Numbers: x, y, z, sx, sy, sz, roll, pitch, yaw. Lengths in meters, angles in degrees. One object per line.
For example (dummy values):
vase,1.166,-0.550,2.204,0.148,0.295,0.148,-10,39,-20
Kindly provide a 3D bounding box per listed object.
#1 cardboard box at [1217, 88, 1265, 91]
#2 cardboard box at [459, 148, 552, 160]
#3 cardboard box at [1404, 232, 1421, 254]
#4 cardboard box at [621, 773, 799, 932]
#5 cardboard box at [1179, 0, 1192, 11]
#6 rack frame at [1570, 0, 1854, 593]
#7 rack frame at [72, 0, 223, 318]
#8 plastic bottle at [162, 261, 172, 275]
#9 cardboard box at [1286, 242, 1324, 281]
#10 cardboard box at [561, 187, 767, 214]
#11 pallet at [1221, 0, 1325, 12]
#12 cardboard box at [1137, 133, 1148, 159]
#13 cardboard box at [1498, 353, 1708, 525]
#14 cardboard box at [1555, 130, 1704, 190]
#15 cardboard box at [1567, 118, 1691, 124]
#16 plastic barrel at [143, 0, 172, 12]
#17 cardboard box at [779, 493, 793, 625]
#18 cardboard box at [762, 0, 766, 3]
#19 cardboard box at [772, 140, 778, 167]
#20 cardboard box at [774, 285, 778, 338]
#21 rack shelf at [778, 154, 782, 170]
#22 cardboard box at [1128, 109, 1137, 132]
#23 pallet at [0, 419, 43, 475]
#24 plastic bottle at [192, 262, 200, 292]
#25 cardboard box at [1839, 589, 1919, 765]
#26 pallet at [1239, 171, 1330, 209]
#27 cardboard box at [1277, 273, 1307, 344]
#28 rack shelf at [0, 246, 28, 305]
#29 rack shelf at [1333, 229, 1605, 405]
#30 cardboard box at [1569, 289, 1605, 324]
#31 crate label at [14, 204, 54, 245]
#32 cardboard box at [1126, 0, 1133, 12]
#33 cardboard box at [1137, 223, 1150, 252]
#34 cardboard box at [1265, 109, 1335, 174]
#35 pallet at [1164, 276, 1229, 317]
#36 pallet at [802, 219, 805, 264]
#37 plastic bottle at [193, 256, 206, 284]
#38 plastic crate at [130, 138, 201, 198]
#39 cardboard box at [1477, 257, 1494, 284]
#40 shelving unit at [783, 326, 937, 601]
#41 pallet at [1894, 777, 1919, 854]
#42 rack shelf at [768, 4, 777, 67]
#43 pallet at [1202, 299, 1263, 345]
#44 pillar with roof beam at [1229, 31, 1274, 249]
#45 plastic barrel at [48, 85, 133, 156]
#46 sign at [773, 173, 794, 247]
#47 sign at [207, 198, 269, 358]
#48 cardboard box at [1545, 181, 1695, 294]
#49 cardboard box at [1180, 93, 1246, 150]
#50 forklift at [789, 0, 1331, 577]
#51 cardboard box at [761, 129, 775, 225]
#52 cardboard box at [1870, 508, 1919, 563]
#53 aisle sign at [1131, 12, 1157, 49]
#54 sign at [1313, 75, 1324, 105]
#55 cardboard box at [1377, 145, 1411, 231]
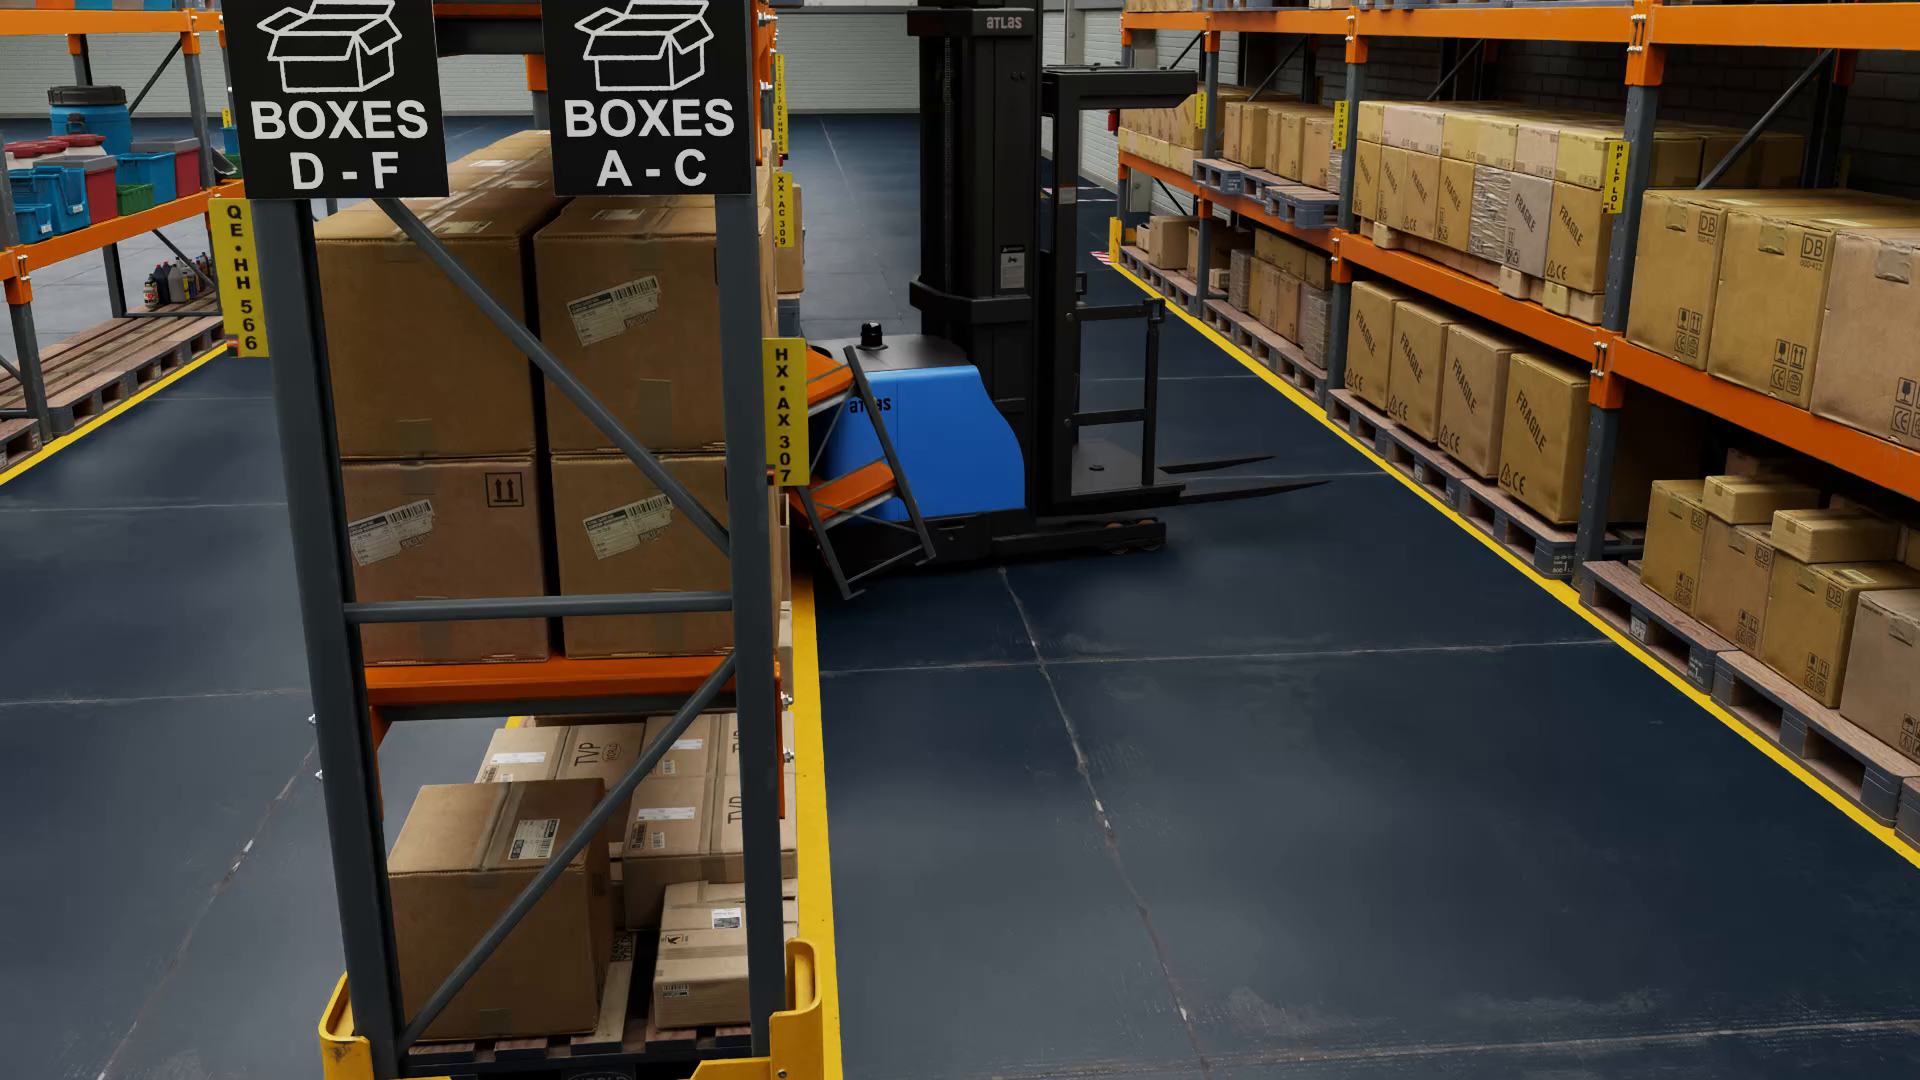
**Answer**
cardboard box,2.833,-4.320,16.893,0.500,0.500,0.500,-1,17,-4
cardboard box,-1.457,-1.106,5.855,0.500,0.500,0.500,-2,18,-7
cardboard box,3.095,-1.939,10.731,0.380,0.149,0.250,-2,18,-6
cardboard box,-0.745,0.937,5.040,0.500,0.250,0.500,-2,18,-6
cardboard box,2.432,-5.357,16.024,0.500,0.500,0.500,-3,18,-10
rack frame,3.595,-1.191,7.963,1.000,3.000,0.127,-2,18,-6
rack frame,-7.085,-3.268,14.580,1.000,3.000,0.127,-2,18,-6
plastic bottle,-7.457,-2.455,15.676,0.144,0.351,0.185,-3,18,-8
cardboard box,3.002,-2.296,13.668,0.500,0.250,0.500,-2,18,-6
cardboard box,-0.764,-0.666,4.453,0.500,0.500,0.500,-2,18,-5
pallet,2.837,-4.420,13.553,1.213,0.211,1.003,-2,18,-6
cardboard box,2.206,-4.243,17.900,0.500,0.250,0.500,-2,18,-7
cardboard box,3.398,-0.555,8.826,0.750,0.750,0.750,-2,17,-5
cardboard box,3.292,-1.879,8.206,0.500,0.250,0.500,-1,17,-4
cardboard box,3.689,-2.198,9.221,0.500,0.250,0.500,-2,18,-7
plastic barrel,-6.816,-4.794,13.594,0.600,0.901,0.708,-2,18,-6
cardboard box,-0.991,0.107,7.267,0.500,0.500,0.500,-2,18,-6
cardboard box,-0.916,-1.962,5.660,0.500,0.250,0.500,-2,18,-6
cardboard box,-1.568,-2.292,10.603,0.700,0.500,0.500,-8,19,-24
cardboard box,-0.915,-0.637,6.031,0.500,0.500,0.500,-1,17,-4
rack shelf,-2.364,-3.673,17.069,1.077,0.370,4.000,-2,18,-6
cardboard box,2.148,-4.763,18.305,0.500,0.500,0.500,-2,18,-5
pallet,-6.549,-0.513,10.457,1.003,0.211,1.213,-2,18,-6
plastic bottle,-7.391,-2.529,16.027,0.061,0.283,0.133,-2,18,-6
cardboard box,3.731,0.489,6.085,0.700,0.500,0.500,-2,18,-7
pallet,2.937,-2.880,13.662,1.003,0.211,1.213,-2,18,-6
cardboard box,3.039,-1.917,13.714,0.700,0.500,0.500,-2,18,-6
rack shelf,-6.466,-1.138,8.994,1.077,0.370,4.000,-2,18,-6
rack shelf,3.389,-1.444,9.968,1.077,0.370,4.000,-2,18,-6
cardboard box,3.278,-1.173,8.290,0.380,0.149,0.250,-2,18,-5
crate label,-6.343,-2.134,11.246,0.303,0.233,0.416,-2,18,-6
cardboard box,2.143,-6.147,18.541,0.500,0.500,0.500,-1,17,-4
cardboard box,2.339,-3.484,19.022,0.500,0.311,0.500,-4,18,-12
cardboard box,2.938,-3.317,13.835,0.700,0.500,0.500,1,17,2
pallet,2.665,-2.443,16.606,1.003,0.211,1.213,-2,18,-6
pallet,-1.605,-1.937,10.660,1.213,0.211,1.003,-2,18,-6
plastic bottle,-7.574,-2.687,16.547,0.097,0.271,0.097,0,17,0
plastic crate,-6.730,-3.164,14.141,0.402,0.464,0.583,-2,18,-6
cardboard box,3.191,-1.552,9.500,0.380,0.149,0.250,-2,18,-7
shelving unit,-0.700,-0.422,8.331,0.538,1.125,1.048,-26,20,-12
pallet,3.847,1.095,5.336,1.003,0.211,1.213,-2,18,-6
rack shelf,-1.538,-2.721,9.028,1.077,0.370,4.000,-2,18,-6
pallet,2.851,-2.012,15.234,1.003,0.211,1.213,-2,18,-6
pillar with roof beam,-0.992,-7.314,17.449,9.100,9.000,0.400,-2,18,-6
plastic barrel,-7.346,-3.383,14.108,0.600,0.901,0.708,-2,18,-6
sign,-0.793,-1.469,7.403,0.100,0.325,0.005,-2,18,-6
sign,-1.474,-0.537,3.419,0.100,0.325,0.005,-2,18,-6
cardboard box,3.296,-1.520,8.313,0.500,0.500,0.500,-2,18,-7
cardboard box,2.413,-4.001,15.880,0.500,0.500,0.500,-2,18,-6
forklift,0.588,-1.463,8.943,3.031,2.935,1.130,-6,18,-19
cardboard box,-1.022,-1.419,6.853,0.500,0.500,0.500,-2,18,-5
cardboard box,3.862,-0.021,6.625,0.380,0.149,0.250,-2,18,-5
aisle sign,2.051,-6.019,19.000,0.394,0.787,0.004,-2,18,-6
sign,3.321,-4.145,15.439,0.100,0.325,0.005,-2,18,-6
cardboard box,3.023,-2.273,10.712,0.500,0.500,0.500,-1,17,-4
